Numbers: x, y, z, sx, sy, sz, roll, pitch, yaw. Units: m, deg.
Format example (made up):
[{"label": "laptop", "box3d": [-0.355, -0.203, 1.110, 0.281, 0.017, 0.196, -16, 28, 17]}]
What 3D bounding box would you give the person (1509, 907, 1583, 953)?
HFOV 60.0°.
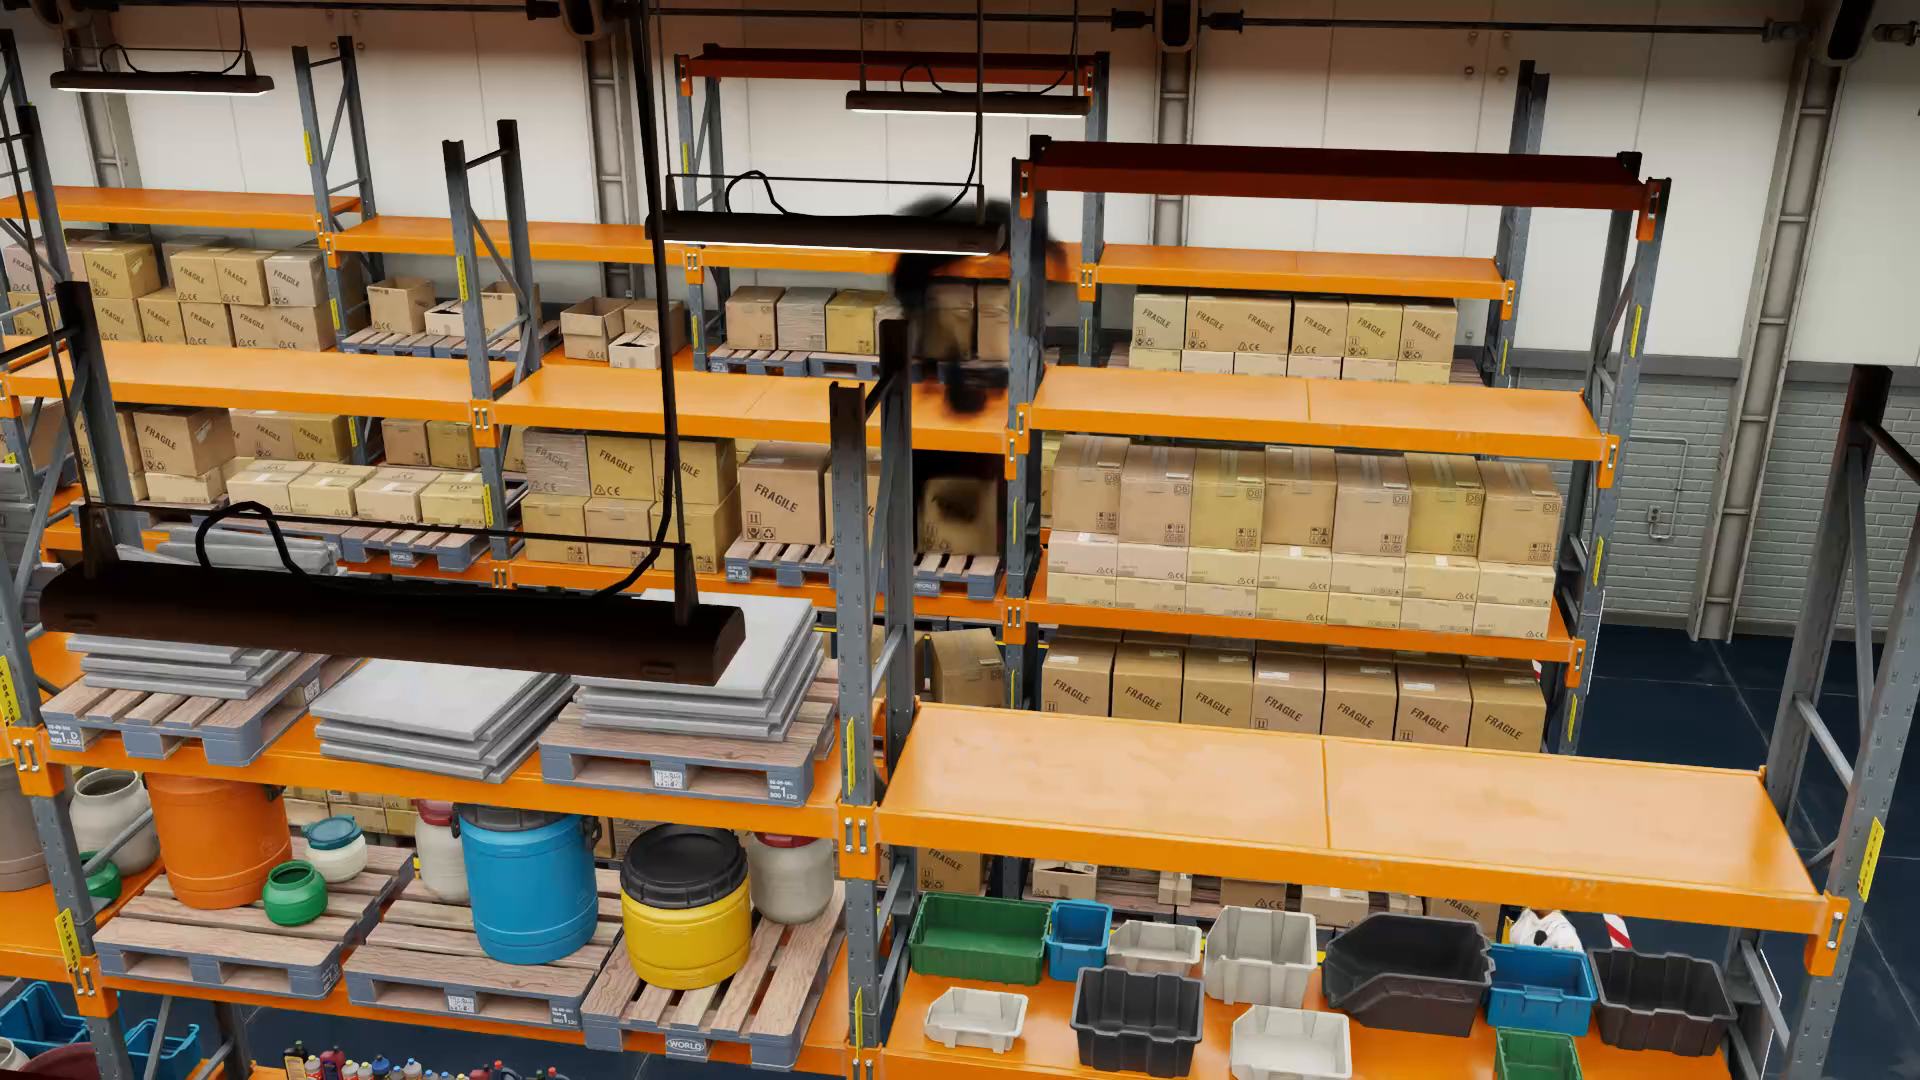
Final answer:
[{"label": "person", "box3d": [3.876, 3.008, 11.215, 0.787, 1.620, 0.669, -6, 24, -14]}]
